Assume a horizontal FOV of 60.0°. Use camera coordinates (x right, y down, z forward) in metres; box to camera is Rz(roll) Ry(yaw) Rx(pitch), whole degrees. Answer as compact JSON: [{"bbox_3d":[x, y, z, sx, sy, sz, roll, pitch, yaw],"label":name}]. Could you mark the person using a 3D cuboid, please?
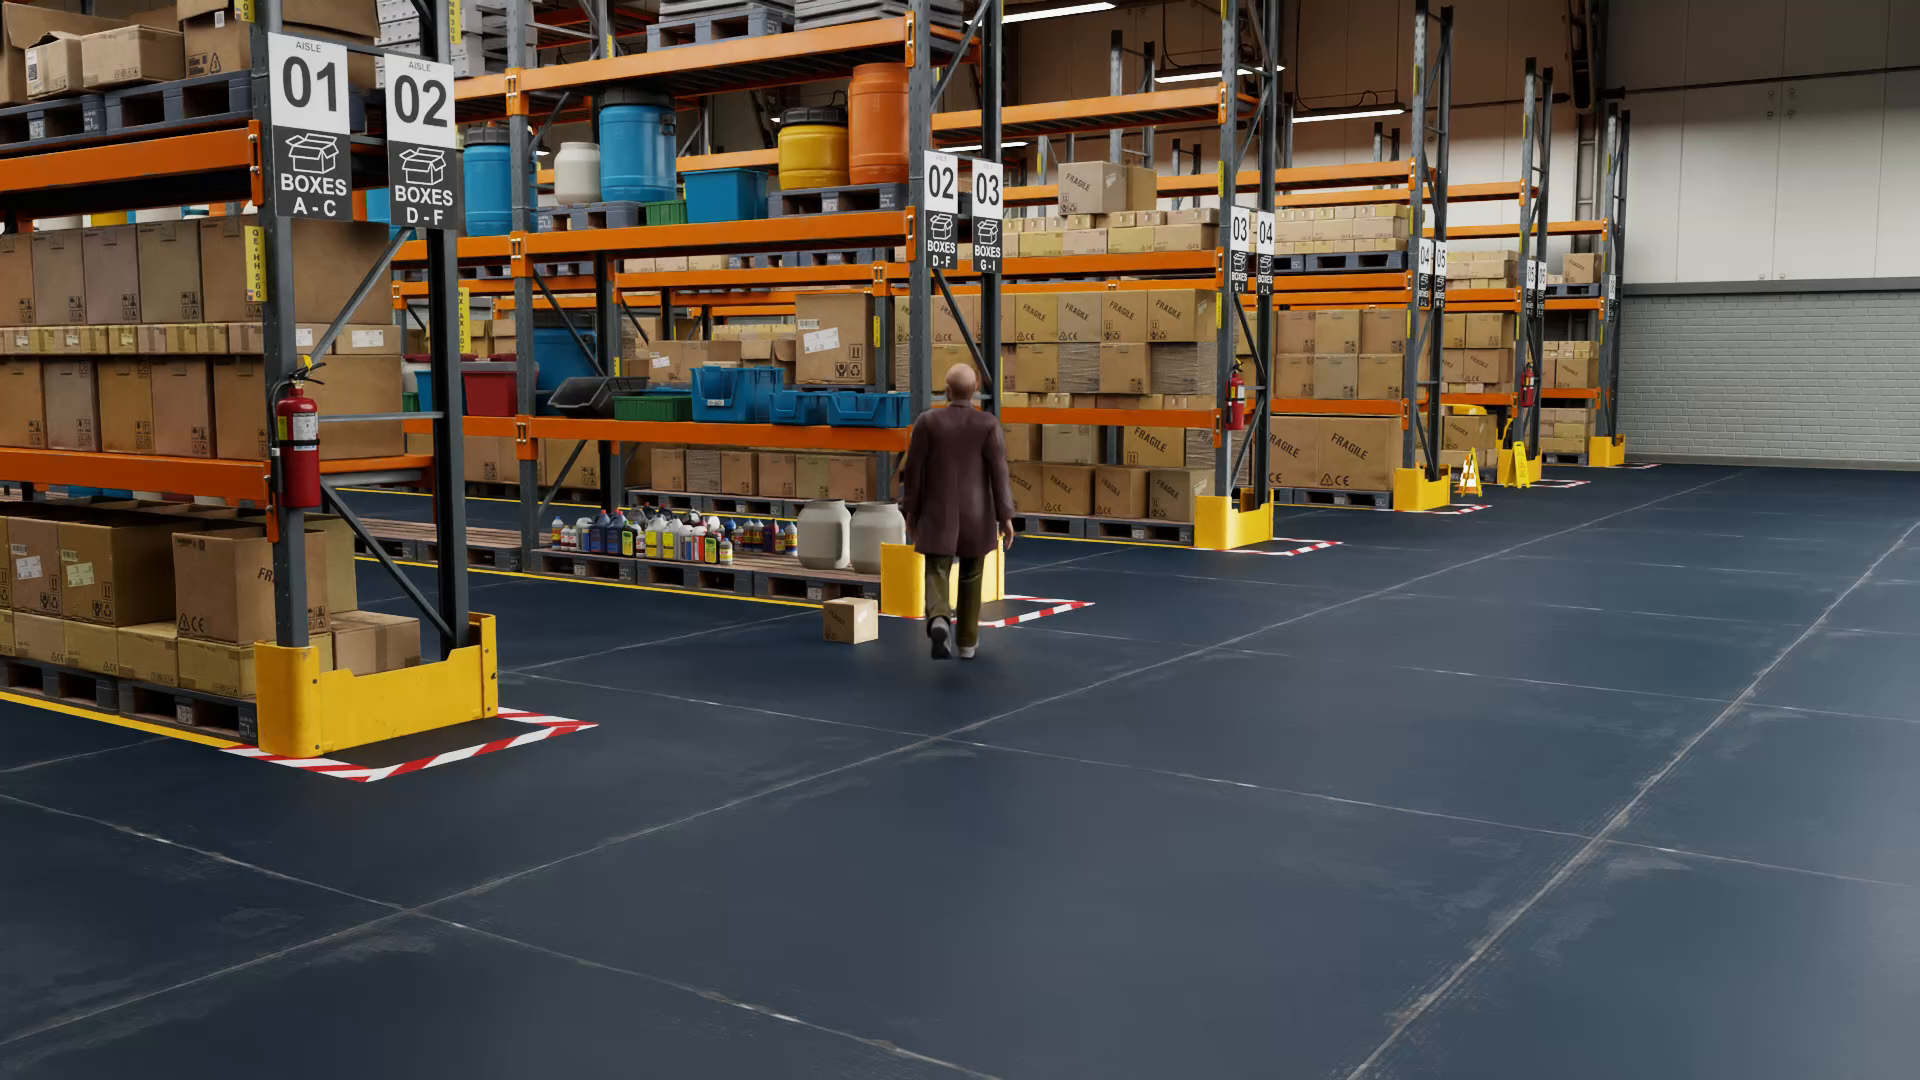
[{"bbox_3d":[-0.010,-0.149,9.665,0.661,1.745,0.994,0,6,-1],"label":"person"}]
